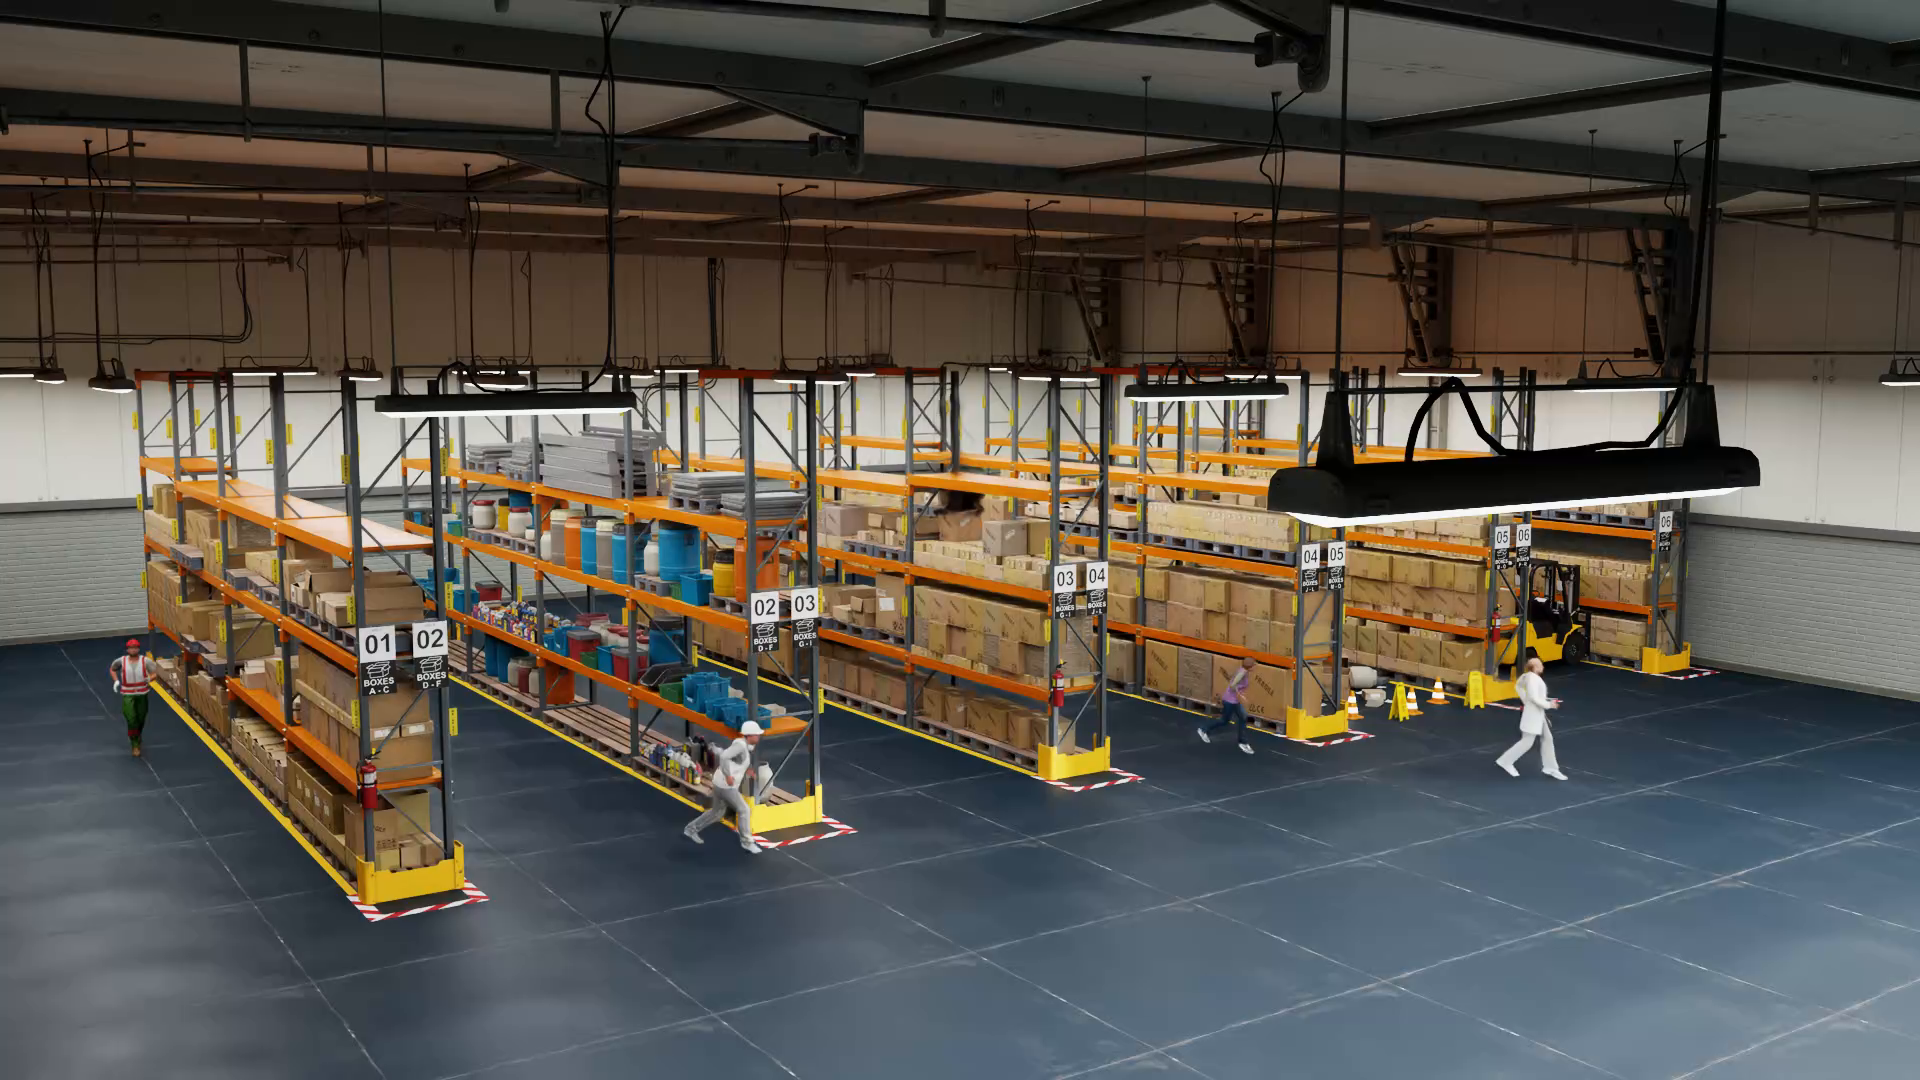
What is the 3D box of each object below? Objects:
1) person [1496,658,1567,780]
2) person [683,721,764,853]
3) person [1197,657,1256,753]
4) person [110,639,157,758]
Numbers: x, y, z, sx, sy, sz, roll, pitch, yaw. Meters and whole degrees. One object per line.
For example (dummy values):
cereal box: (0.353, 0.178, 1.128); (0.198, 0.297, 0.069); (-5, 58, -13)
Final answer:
person: (8.549, 2.653, 24.775); (1.012, 1.801, 0.750); (2, 7, 19)
person: (-2.993, 3.143, 21.030); (1.050, 1.732, 0.697); (0, 6, 1)
person: (4.249, 2.606, 26.502); (0.912, 1.547, 0.569); (2, 7, 15)
person: (-13.059, 2.456, 26.337); (0.652, 1.805, 0.983); (-4, 8, -32)
